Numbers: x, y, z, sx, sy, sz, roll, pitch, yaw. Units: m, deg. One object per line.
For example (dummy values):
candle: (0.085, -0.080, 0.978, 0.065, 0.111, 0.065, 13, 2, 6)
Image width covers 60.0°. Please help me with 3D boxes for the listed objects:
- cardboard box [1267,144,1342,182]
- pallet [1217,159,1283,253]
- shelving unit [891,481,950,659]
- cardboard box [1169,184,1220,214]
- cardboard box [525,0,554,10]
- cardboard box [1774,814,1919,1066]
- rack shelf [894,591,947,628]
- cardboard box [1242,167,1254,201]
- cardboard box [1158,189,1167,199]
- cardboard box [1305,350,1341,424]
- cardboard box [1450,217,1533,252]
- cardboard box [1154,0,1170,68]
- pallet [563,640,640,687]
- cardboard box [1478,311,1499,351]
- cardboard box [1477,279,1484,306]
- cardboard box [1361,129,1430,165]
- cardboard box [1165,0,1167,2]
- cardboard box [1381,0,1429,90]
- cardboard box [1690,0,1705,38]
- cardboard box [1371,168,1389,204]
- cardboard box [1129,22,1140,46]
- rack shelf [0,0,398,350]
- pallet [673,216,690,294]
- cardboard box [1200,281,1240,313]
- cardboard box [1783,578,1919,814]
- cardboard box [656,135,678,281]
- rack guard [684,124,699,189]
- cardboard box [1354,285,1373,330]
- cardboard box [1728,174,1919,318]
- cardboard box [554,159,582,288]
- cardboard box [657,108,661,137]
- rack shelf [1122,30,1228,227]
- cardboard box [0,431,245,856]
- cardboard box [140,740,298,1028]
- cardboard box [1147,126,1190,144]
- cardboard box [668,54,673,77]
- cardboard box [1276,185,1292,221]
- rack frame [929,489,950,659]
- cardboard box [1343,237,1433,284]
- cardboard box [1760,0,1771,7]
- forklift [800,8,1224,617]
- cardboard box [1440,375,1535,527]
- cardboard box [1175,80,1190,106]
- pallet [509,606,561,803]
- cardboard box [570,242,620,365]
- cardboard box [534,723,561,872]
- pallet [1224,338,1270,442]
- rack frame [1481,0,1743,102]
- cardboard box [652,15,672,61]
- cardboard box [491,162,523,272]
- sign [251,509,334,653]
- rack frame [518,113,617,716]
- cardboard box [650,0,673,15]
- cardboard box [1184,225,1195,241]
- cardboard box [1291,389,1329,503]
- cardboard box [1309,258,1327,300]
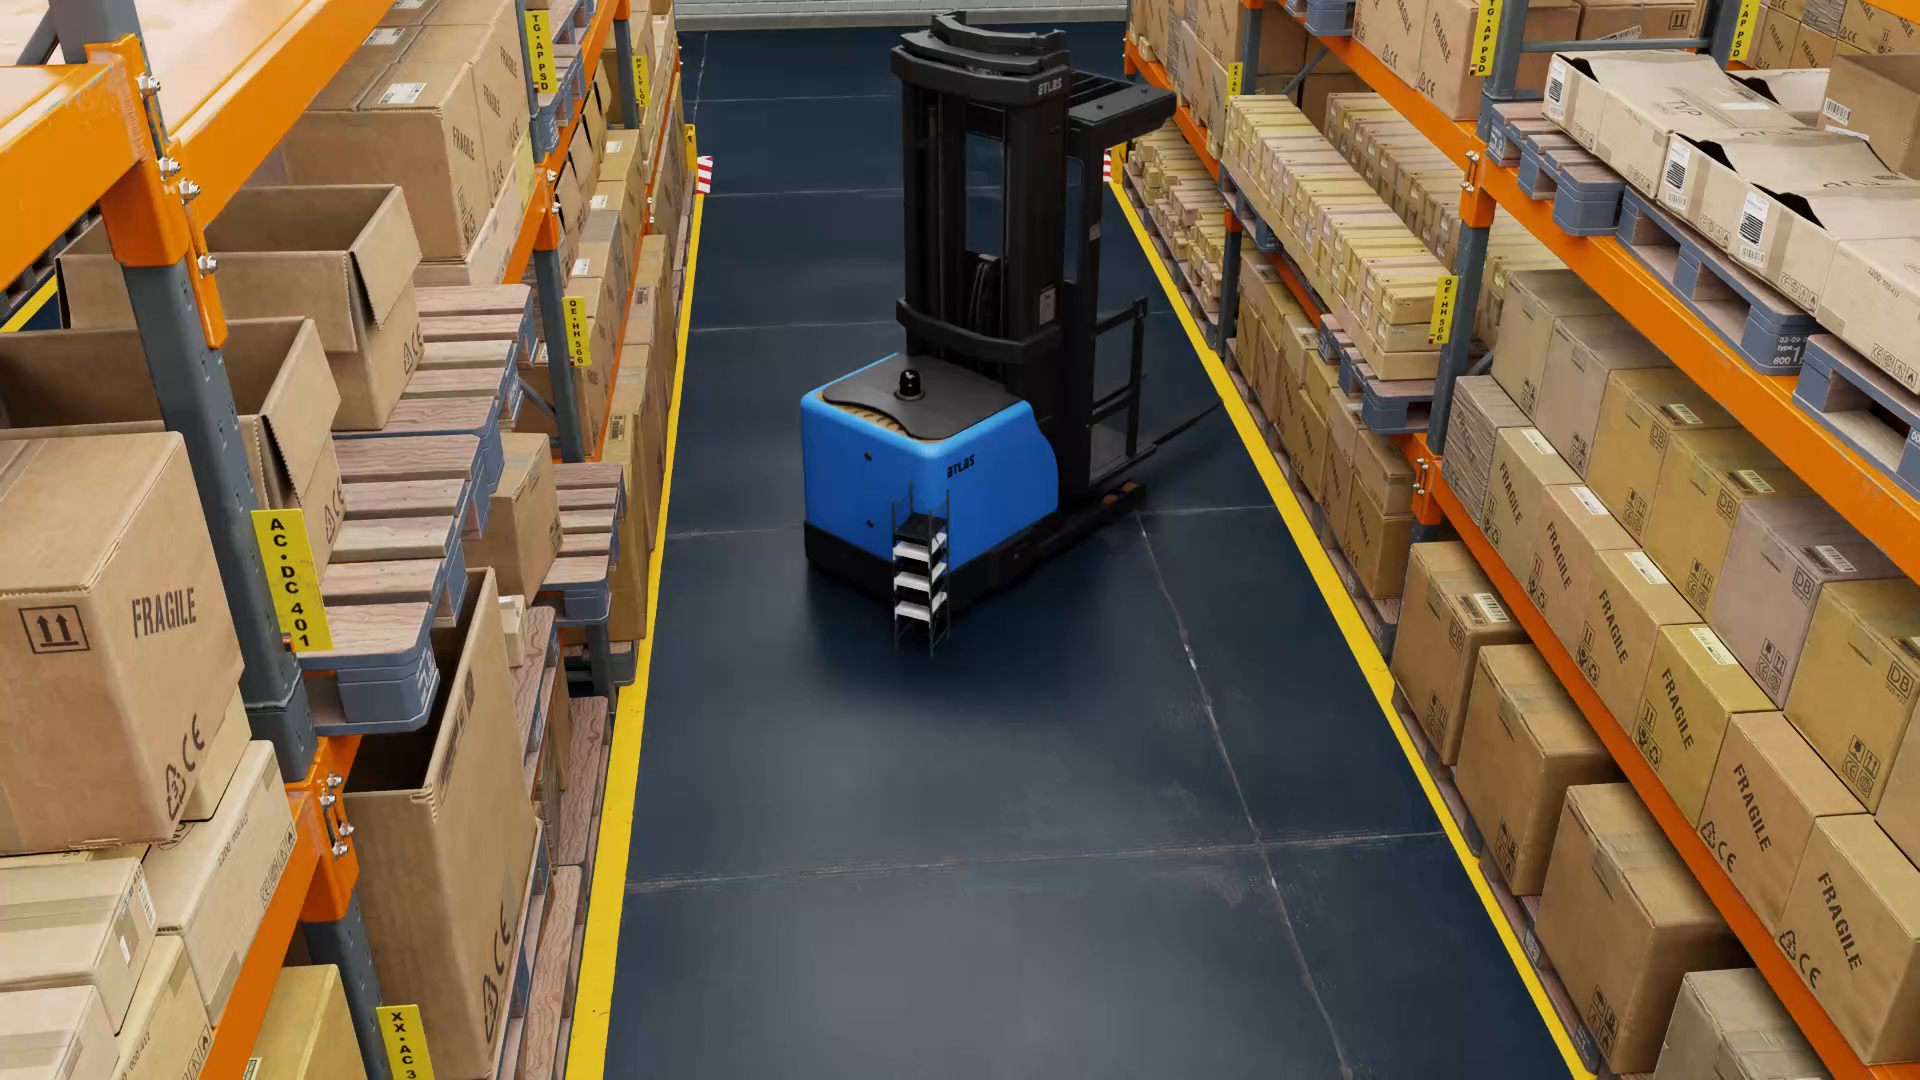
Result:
cardboard box: (2.029, -2.221, 9.799, 0.380, 0.149, 0.250, -3, 31, -5)
pallet: (2.278, -2.168, 10.642, 1.003, 0.211, 1.213, -3, 31, -5)
shelving unit: (-0.199, 0.162, 8.602, 0.210, 0.900, 0.258, 12, 33, 20)
cardboard box: (1.864, -2.691, 13.121, 0.380, 0.149, 0.250, -4, 31, -6)
cardboard box: (-2.435, -2.974, 8.369, 0.797, 0.503, 0.637, -3, 31, -5)
cardboard box: (2.784, 1.140, 4.819, 0.500, 0.500, 0.500, -3, 31, -5)
rack shelf: (-0.199, 0.345, 8.711, 0.200, 0.077, 0.258, 12, 33, 20)
cardboard box: (1.982, -2.228, 10.391, 0.380, 0.149, 0.250, -3, 31, -4)
cardboard box: (1.878, -2.846, 13.960, 0.380, 0.149, 0.250, -3, 31, -4)
cardboard box: (2.310, -0.889, 9.610, 0.500, 0.250, 0.500, -2, 31, -3)
cardboard box: (2.805, -1.576, 8.720, 0.380, 0.149, 0.250, -4, 31, -7)
cardboard box: (1.853, -4.095, 13.294, 0.500, 0.500, 0.500, -2, 31, -4)
pallet: (-2.221, 0.372, 8.922, 1.003, 0.211, 1.213, -3, 31, -5)
cardboard box: (2.860, -1.053, 8.424, 0.380, 0.149, 0.250, -1, 31, -2)
cardboard box: (2.824, -1.336, 8.608, 0.380, 0.149, 0.250, -4, 31, -6)
cardboard box: (2.656, -2.377, 10.060, 0.380, 0.149, 0.250, -3, 31, -5)
cardboard box: (1.835, -4.524, 13.036, 0.500, 0.500, 0.500, -3, 31, -6)
cardboard box: (2.359, -2.470, 7.938, 0.500, 0.500, 0.500, -3, 31, -5)
cardboard box: (6.656, -4.763, 14.701, 0.500, 0.500, 0.500, -3, 31, -5)
cardboard box: (2.684, -2.121, 9.921, 0.380, 0.149, 0.250, -4, 31, -7)
cardboard box: (1.682, -4.401, 14.438, 0.380, 0.149, 0.250, -3, 31, -5)
rack shelf: (-2.036, -1.493, 4.567, 1.077, 0.370, 4.000, -3, 31, -5)
pallet: (-2.706, -2.281, 13.363, 1.003, 0.211, 1.213, -3, 31, -5)
cardboard box: (1.976, -1.788, 12.189, 0.380, 0.149, 0.250, -2, 31, -4)
cardboard box: (2.997, 0.449, 5.001, 0.700, 0.500, 0.500, -3, 31, -5)
cardboard box: (-2.662, -2.530, 12.723, 0.875, 0.875, 0.875, -3, 31, -5)
rack guard: (-2.972, -3.443, 15.027, 1.175, 0.500, 0.348, -3, 31, -5)
cardboard box: (2.199, -1.172, 8.333, 0.380, 0.149, 0.250, -2, 31, -3)
cardboard box: (2.716, -0.920, 5.021, 0.500, 0.311, 0.500, -4, 31, -6)
cardboard box: (-2.333, -1.600, 8.428, 0.797, 0.503, 0.637, -2, 31, -3)
cardboard box: (-2.393, -3.054, 12.183, 0.380, 0.149, 0.250, -3, 31, -5)
rack shelf: (2.165, -3.360, 13.152, 1.077, 0.370, 4.000, -3, 31, -5)
cardboard box: (-1.553, 0.167, 2.745, 0.500, 0.500, 0.500, -4, 31, -6)
cardboard box: (-1.546, 0.620, 3.009, 0.500, 0.250, 0.500, -2, 31, -3)
cardboard box: (1.834, -3.483, 14.447, 0.380, 0.149, 0.250, -2, 31, -4)
cardboard box: (-2.538, -3.841, 13.501, 0.380, 0.149, 0.250, -2, 31, -4)
cardboard box: (2.058, -1.955, 9.644, 0.380, 0.149, 0.250, -3, 31, -5)
rack frame: (-0.106, 0.182, 8.567, 0.006, 0.900, 0.240, 12, 33, 20)
cardboard box: (2.177, -1.424, 8.464, 0.380, 0.149, 0.250, -2, 31, -3)
cardboard box: (6.769, -4.666, 13.565, 0.500, 0.500, 0.500, -3, 31, -5)
forklift: (0.472, -1.518, 9.434, 1.130, 2.935, 3.031, 24, 39, 35)
cardboard box: (2.498, -0.406, 7.408, 0.500, 0.500, 0.500, -2, 31, -4)
cardboard box: (1.874, -3.469, 12.878, 0.380, 0.149, 0.250, -2, 31, -4)
pallet: (-1.997, 0.672, 5.888, 1.003, 0.211, 1.213, -3, 31, -5)
cardboard box: (-2.099, -1.248, 8.817, 0.500, 0.500, 0.500, -3, 31, -5)
cardboard box: (-2.075, 1.089, 7.011, 0.700, 0.500, 0.500, -5, 31, -9)
pallet: (2.426, -1.053, 11.308, 1.003, 0.211, 1.213, -3, 31, -5)
rack frame: (2.725, -3.181, 6.301, 1.000, 3.000, 0.127, -3, 31, -5)
cardboard box: (-2.614, -4.073, 13.501, 0.500, 0.250, 0.500, -3, 31, -5)
cardboard box: (-1.874, -1.159, 5.987, 0.500, 0.250, 0.500, -3, 31, -5)
sign: (-1.309, 0.083, 3.257, 0.100, 0.325, 0.005, -3, 31, -5)
rack frame: (-2.222, -0.419, 7.527, 1.000, 3.000, 0.127, -3, 31, -5)
cardboard box: (-2.663, -4.653, 13.740, 0.500, 0.500, 0.500, -2, 31, -4)
cardboard box: (1.956, -2.413, 12.945, 0.380, 0.149, 0.250, -2, 31, -3)
cardboard box: (2.293, -0.570, 9.809, 0.500, 0.500, 0.500, -4, 31, -7)
cardboard box: (2.129, -1.431, 9.056, 0.380, 0.149, 0.250, -4, 31, -7)
